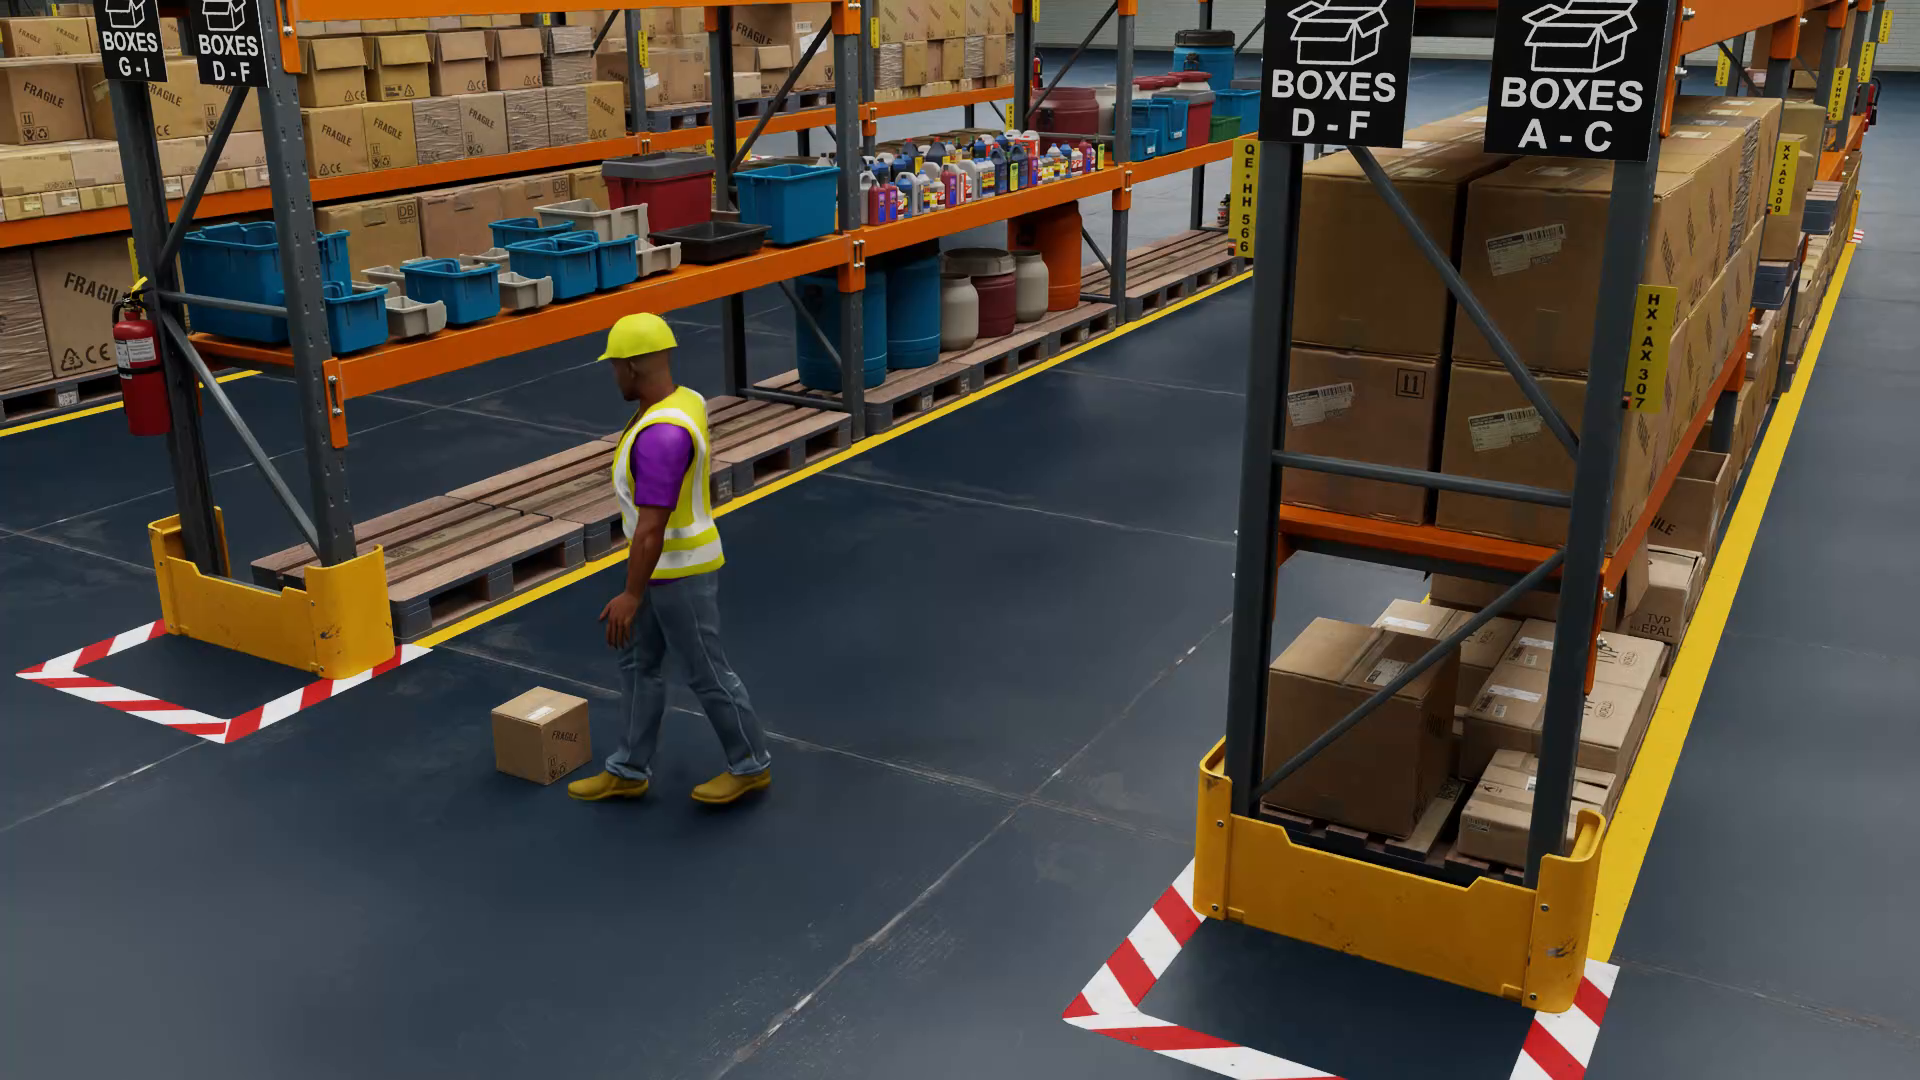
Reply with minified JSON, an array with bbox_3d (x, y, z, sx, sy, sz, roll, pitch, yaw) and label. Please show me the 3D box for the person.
[{"bbox_3d":[1.623,-2.258,12.468,9.469,1.775,13.240,-5,20,-14],"label":"person"}]
